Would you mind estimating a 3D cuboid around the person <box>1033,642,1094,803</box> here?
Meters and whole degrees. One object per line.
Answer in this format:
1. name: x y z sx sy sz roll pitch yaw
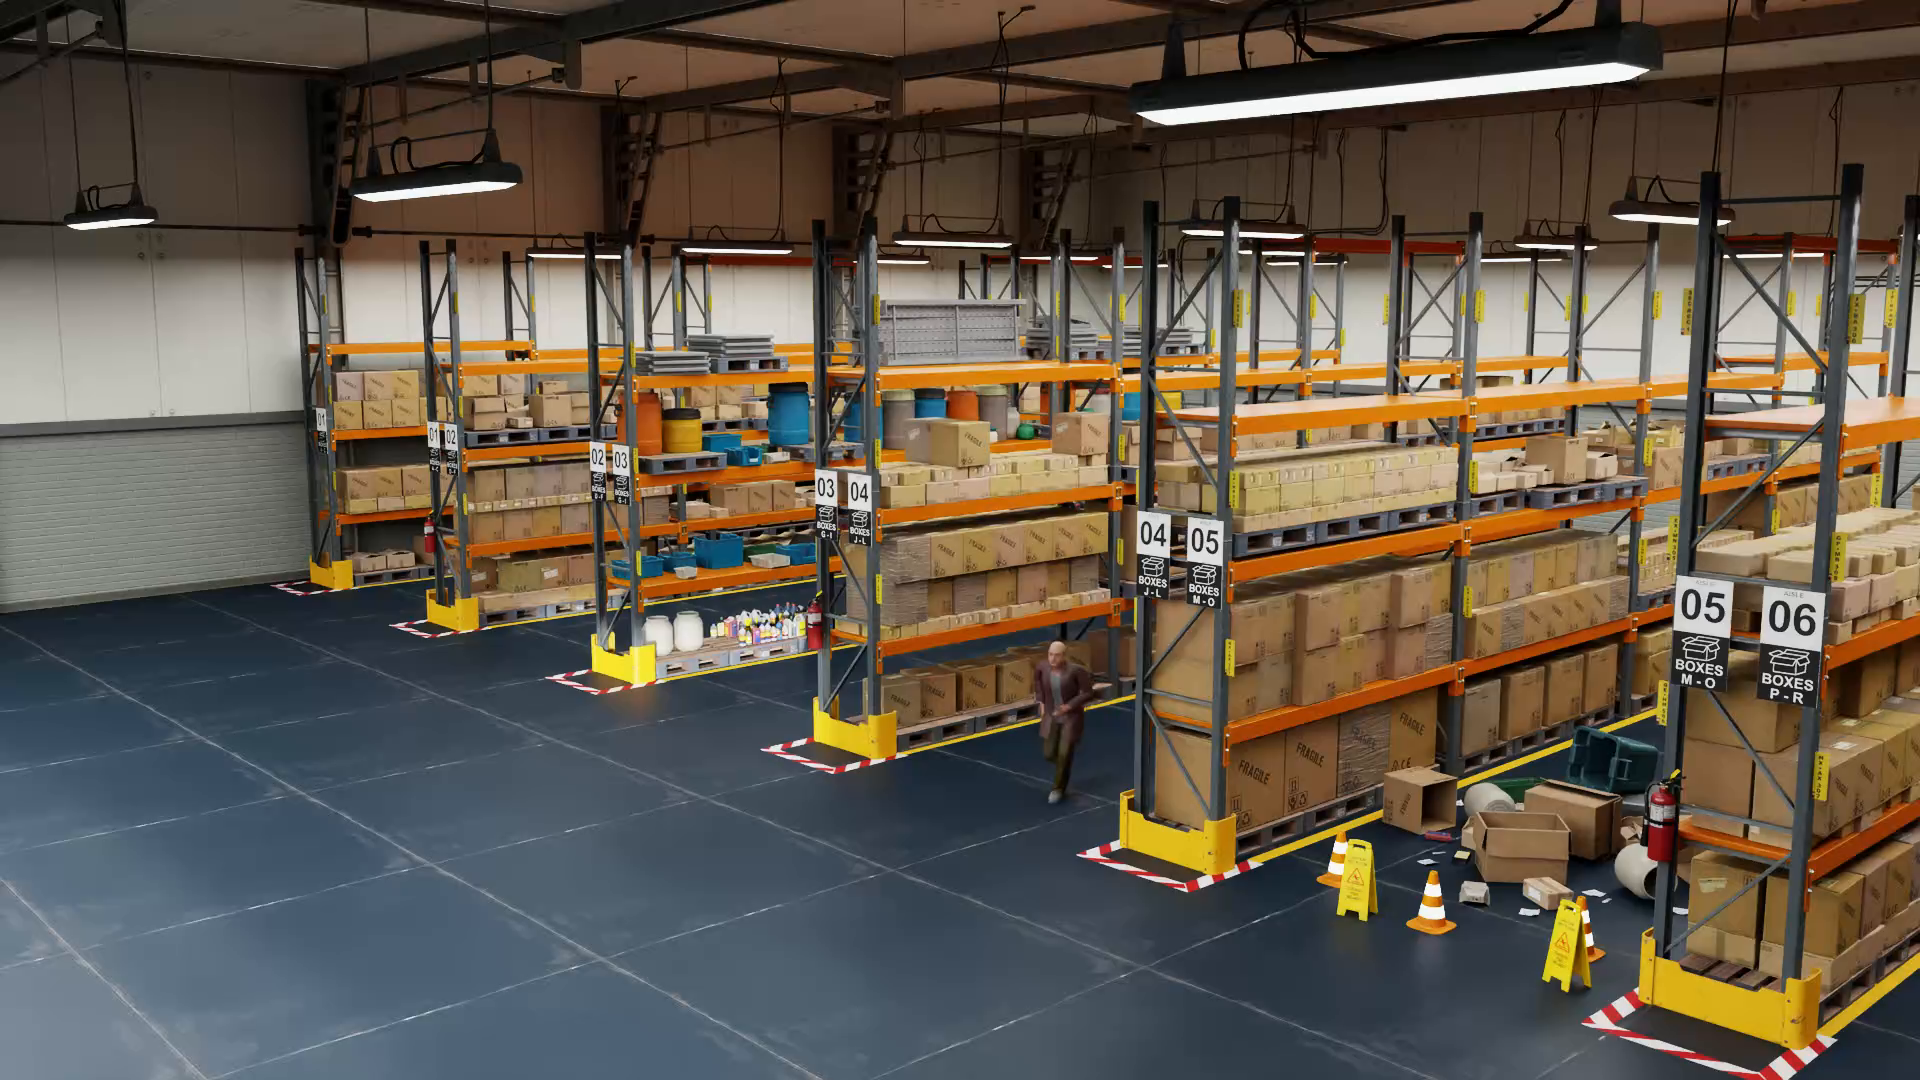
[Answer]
1. person: 1.057 1.845 17.113 0.700 1.710 0.793 3 9 20
